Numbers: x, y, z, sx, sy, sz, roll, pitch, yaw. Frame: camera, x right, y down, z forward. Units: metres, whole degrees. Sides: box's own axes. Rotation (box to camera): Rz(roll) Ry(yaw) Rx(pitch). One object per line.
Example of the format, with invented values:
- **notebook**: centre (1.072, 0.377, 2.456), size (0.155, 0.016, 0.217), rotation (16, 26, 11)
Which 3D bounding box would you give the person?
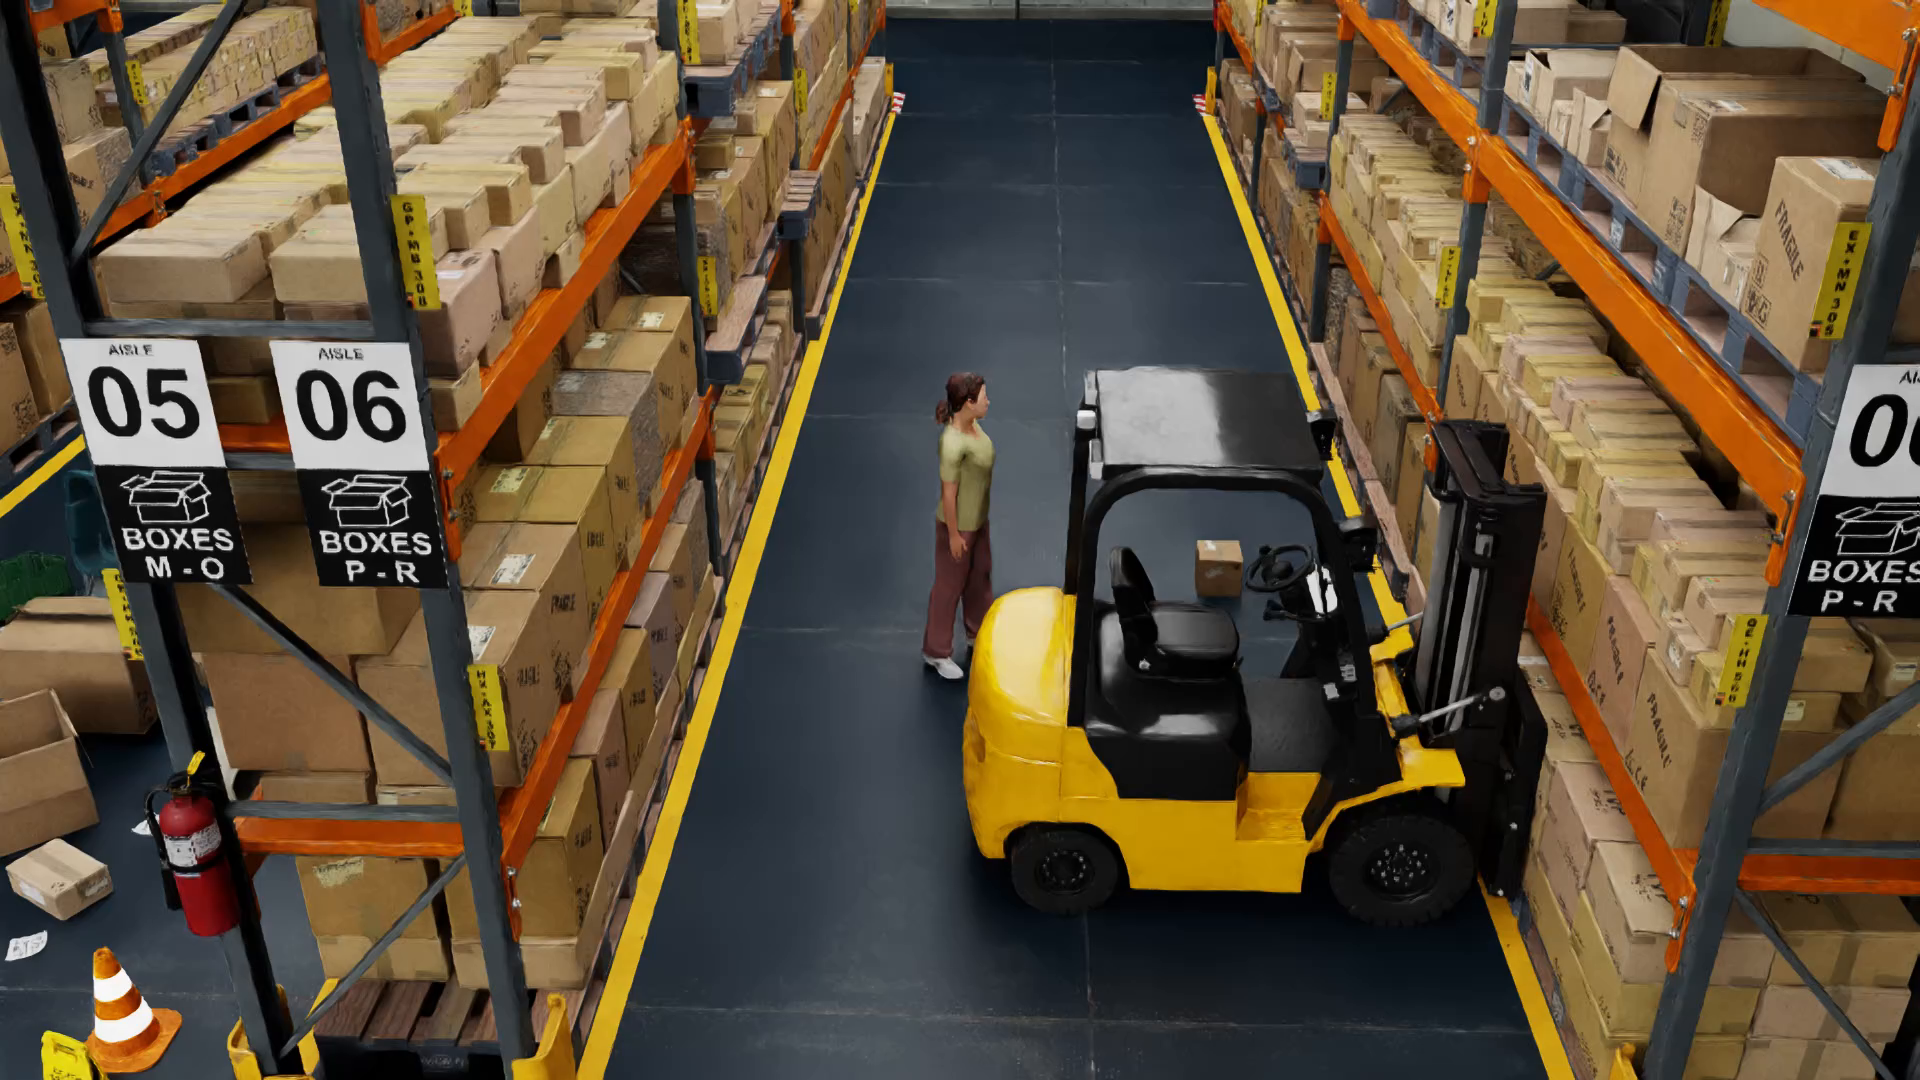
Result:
- **person**: centre (0.062, -0.098, 8.758), size (0.493, 1.670, 0.546), rotation (7, 29, 13)
